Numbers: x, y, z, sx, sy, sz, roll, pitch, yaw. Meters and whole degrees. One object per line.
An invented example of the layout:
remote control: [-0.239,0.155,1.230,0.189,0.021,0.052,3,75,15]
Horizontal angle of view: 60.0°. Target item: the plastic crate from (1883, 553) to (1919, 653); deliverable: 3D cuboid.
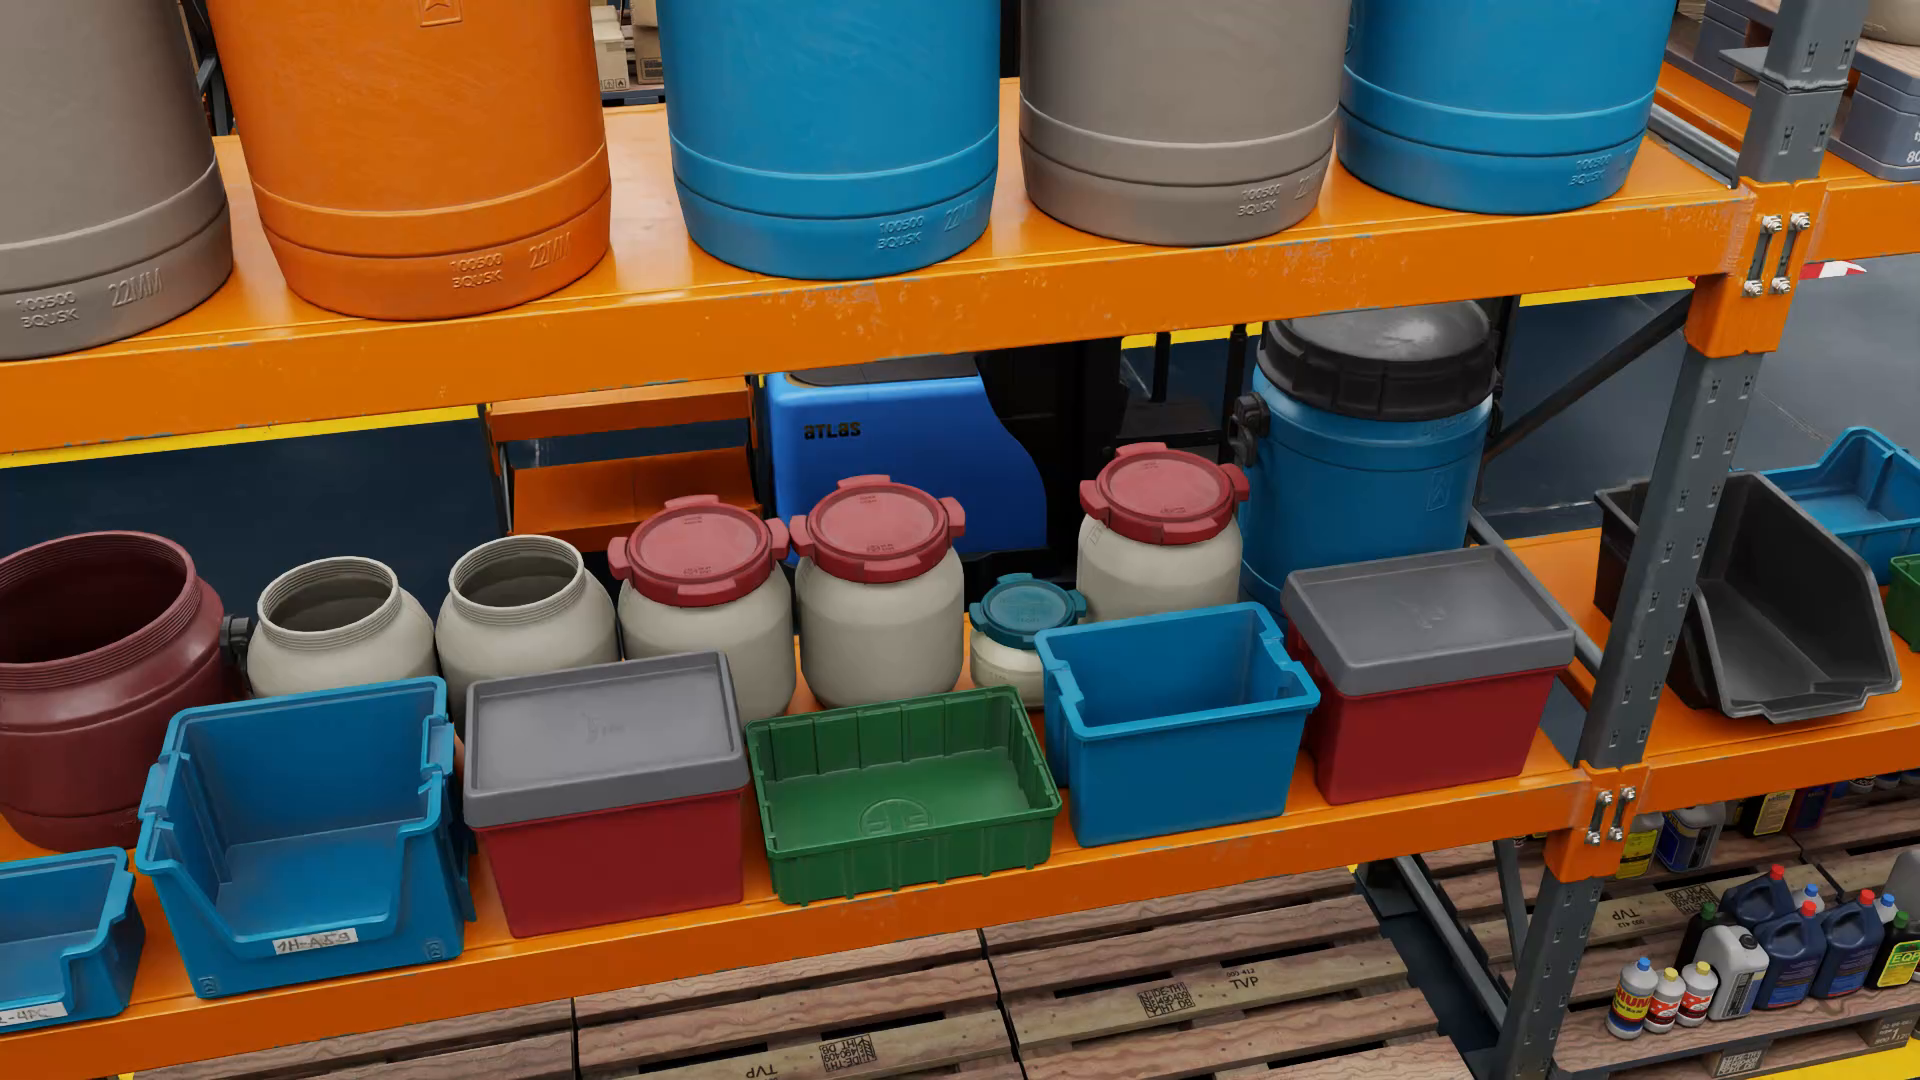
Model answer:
plastic crate: [2.883,0.209,4.437,0.662,0.188,0.450,-7,35,-11]

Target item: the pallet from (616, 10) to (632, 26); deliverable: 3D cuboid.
pallet: [-2.520,-3.820,12.753,1.213,0.211,1.003,-7,35,-11]

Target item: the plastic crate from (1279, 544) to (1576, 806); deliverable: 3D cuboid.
plastic crate: [1.092,0.334,4.004,0.583,0.464,0.402,-7,35,-11]

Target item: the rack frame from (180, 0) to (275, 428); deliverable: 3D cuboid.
rack frame: [-3.498,-2.066,7.637,0.127,3.000,1.000,-7,35,-11]

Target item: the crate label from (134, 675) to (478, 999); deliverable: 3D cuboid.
crate label: [-1.376,0.636,3.578,0.616,0.435,0.502,-7,35,-11]

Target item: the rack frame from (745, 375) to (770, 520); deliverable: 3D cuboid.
rack frame: [-0.831,-0.370,6.792,0.032,1.125,0.500,-7,34,-10]

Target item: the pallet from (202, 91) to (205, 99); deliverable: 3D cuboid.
pallet: [-5.256,-3.521,12.307,1.213,0.211,1.003,-7,35,-11]

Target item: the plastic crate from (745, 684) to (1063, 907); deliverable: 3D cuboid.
plastic crate: [-0.140,0.590,3.869,0.662,0.188,0.450,-7,35,-11]

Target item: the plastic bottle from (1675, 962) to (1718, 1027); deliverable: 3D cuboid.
plastic bottle: [2.102,1.288,4.756,0.097,0.201,0.097,0,34,0]

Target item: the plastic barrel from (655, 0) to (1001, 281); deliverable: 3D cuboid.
plastic barrel: [-0.227,-0.978,2.874,0.708,0.901,0.600,-7,35,-11]

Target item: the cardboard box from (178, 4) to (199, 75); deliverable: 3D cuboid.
cardboard box: [-5.585,-3.626,11.827,0.500,0.500,0.500,-6,34,-9]

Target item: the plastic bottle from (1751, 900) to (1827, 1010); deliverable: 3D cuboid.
plastic bottle: [2.375,1.178,4.785,0.185,0.351,0.144,-6,34,-9]

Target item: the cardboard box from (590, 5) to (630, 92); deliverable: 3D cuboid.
cardboard box: [-1.812,-2.259,7.682,0.500,0.250,0.500,-8,35,-12]

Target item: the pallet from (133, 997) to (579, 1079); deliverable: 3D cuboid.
pallet: [-1.641,1.710,4.513,1.213,0.211,1.003,-7,35,-11]

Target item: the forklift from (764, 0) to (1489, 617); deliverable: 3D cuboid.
forklift: [0.715,-1.253,6.486,3.031,2.935,1.130,-5,34,-7]

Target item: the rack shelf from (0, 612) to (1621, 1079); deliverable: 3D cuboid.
rack shelf: [-0.454,0.679,4.192,4.000,0.370,1.077,-7,35,-11]

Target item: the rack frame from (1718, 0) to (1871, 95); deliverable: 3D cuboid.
rack frame: [1.497,-2.357,2.686,0.127,3.000,1.000,-7,35,-11]

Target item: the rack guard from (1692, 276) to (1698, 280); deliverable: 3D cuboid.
rack guard: [4.231,-2.002,9.785,0.348,0.500,1.175,-7,35,-11]

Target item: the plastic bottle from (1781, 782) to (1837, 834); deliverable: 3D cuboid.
plastic bottle: [2.747,0.820,5.378,0.133,0.283,0.061,-7,35,-11]

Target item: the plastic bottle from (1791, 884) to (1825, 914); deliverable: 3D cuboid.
plastic bottle: [2.490,1.127,4.932,0.097,0.271,0.097,0,34,0]

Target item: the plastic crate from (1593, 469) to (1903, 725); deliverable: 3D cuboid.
plastic crate: [2.035,0.165,4.368,0.504,0.338,0.767,-7,35,-11]

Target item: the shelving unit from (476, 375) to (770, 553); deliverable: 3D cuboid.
shelving unit: [-1.329,-0.313,6.707,1.048,1.125,0.538,-7,34,-10]

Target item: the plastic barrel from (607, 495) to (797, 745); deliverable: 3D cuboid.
plastic barrel: [-0.623,0.220,4.109,0.433,0.535,0.433,0,34,0]

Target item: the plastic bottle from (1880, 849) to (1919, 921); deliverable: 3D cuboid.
plastic bottle: [2.917,1.056,5.034,0.135,0.276,0.152,-7,35,-11]

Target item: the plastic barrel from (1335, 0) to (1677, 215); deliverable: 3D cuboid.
plastic barrel: [1.048,-1.139,3.113,0.708,0.901,0.600,-7,35,-11]

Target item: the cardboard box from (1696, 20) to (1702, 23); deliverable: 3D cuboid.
cardboard box: [3.829,-2.767,8.907,0.250,0.149,0.380,-7,35,-11]

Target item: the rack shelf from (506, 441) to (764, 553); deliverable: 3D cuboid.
rack shelf: [-1.329,-0.110,6.843,1.000,0.278,0.538,-7,34,-10]

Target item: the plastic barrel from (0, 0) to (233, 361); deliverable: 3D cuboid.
plastic barrel: [-1.556,-0.811,2.624,0.600,0.901,0.600,0,34,0]

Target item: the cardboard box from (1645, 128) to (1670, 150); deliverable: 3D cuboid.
cardboard box: [3.693,-2.118,9.581,0.500,0.500,0.500,-1,34,-2]

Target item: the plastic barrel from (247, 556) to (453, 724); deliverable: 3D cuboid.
plastic barrel: [-1.449,0.337,3.955,0.421,0.512,0.421,0,34,0]

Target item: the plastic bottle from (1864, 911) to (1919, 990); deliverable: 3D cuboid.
plastic bottle: [2.730,1.185,4.835,0.133,0.283,0.061,-6,34,-8]

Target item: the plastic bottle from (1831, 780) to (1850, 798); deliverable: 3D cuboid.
plastic bottle: [2.931,0.726,5.530,0.097,0.271,0.097,0,34,0]

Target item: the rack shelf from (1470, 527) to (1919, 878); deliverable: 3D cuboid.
rack shelf: [3.447,0.187,4.925,4.000,0.370,1.077,-7,35,-11]

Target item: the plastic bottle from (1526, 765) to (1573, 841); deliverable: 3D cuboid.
plastic bottle: [1.893,0.841,5.348,0.133,0.283,0.061,-6,34,-8]

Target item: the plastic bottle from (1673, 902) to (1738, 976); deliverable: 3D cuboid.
plastic bottle: [2.189,1.166,4.863,0.133,0.283,0.061,-7,35,-11]

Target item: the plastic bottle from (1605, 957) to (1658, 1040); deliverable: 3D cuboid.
plastic bottle: [1.904,1.284,4.699,0.097,0.271,0.097,0,34,0]

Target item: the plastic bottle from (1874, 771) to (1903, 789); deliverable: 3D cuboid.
plastic bottle: [3.129,0.701,5.567,0.097,0.271,0.097,0,34,0]

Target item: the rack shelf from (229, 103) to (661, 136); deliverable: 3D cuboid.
rack shelf: [-1.547,-2.013,8.203,4.000,0.370,1.077,-7,35,-11]

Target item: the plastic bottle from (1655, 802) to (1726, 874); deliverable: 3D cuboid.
plastic bottle: [2.306,0.901,5.266,0.135,0.276,0.152,-7,35,-11]

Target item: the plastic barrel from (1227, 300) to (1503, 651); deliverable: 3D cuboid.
plastic barrel: [1.053,-0.191,4.393,0.708,0.901,0.600,-7,35,-11]

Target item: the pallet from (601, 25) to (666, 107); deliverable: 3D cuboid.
pallet: [-1.576,-2.252,8.086,1.213,0.211,1.003,-7,35,-11]

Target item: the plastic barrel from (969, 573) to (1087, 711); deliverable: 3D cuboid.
plastic barrel: [0.172,0.271,4.278,0.301,0.262,0.301,0,34,0]

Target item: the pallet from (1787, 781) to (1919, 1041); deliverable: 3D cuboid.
pallet: [3.353,1.080,5.451,1.213,0.211,1.003,-7,35,-11]
